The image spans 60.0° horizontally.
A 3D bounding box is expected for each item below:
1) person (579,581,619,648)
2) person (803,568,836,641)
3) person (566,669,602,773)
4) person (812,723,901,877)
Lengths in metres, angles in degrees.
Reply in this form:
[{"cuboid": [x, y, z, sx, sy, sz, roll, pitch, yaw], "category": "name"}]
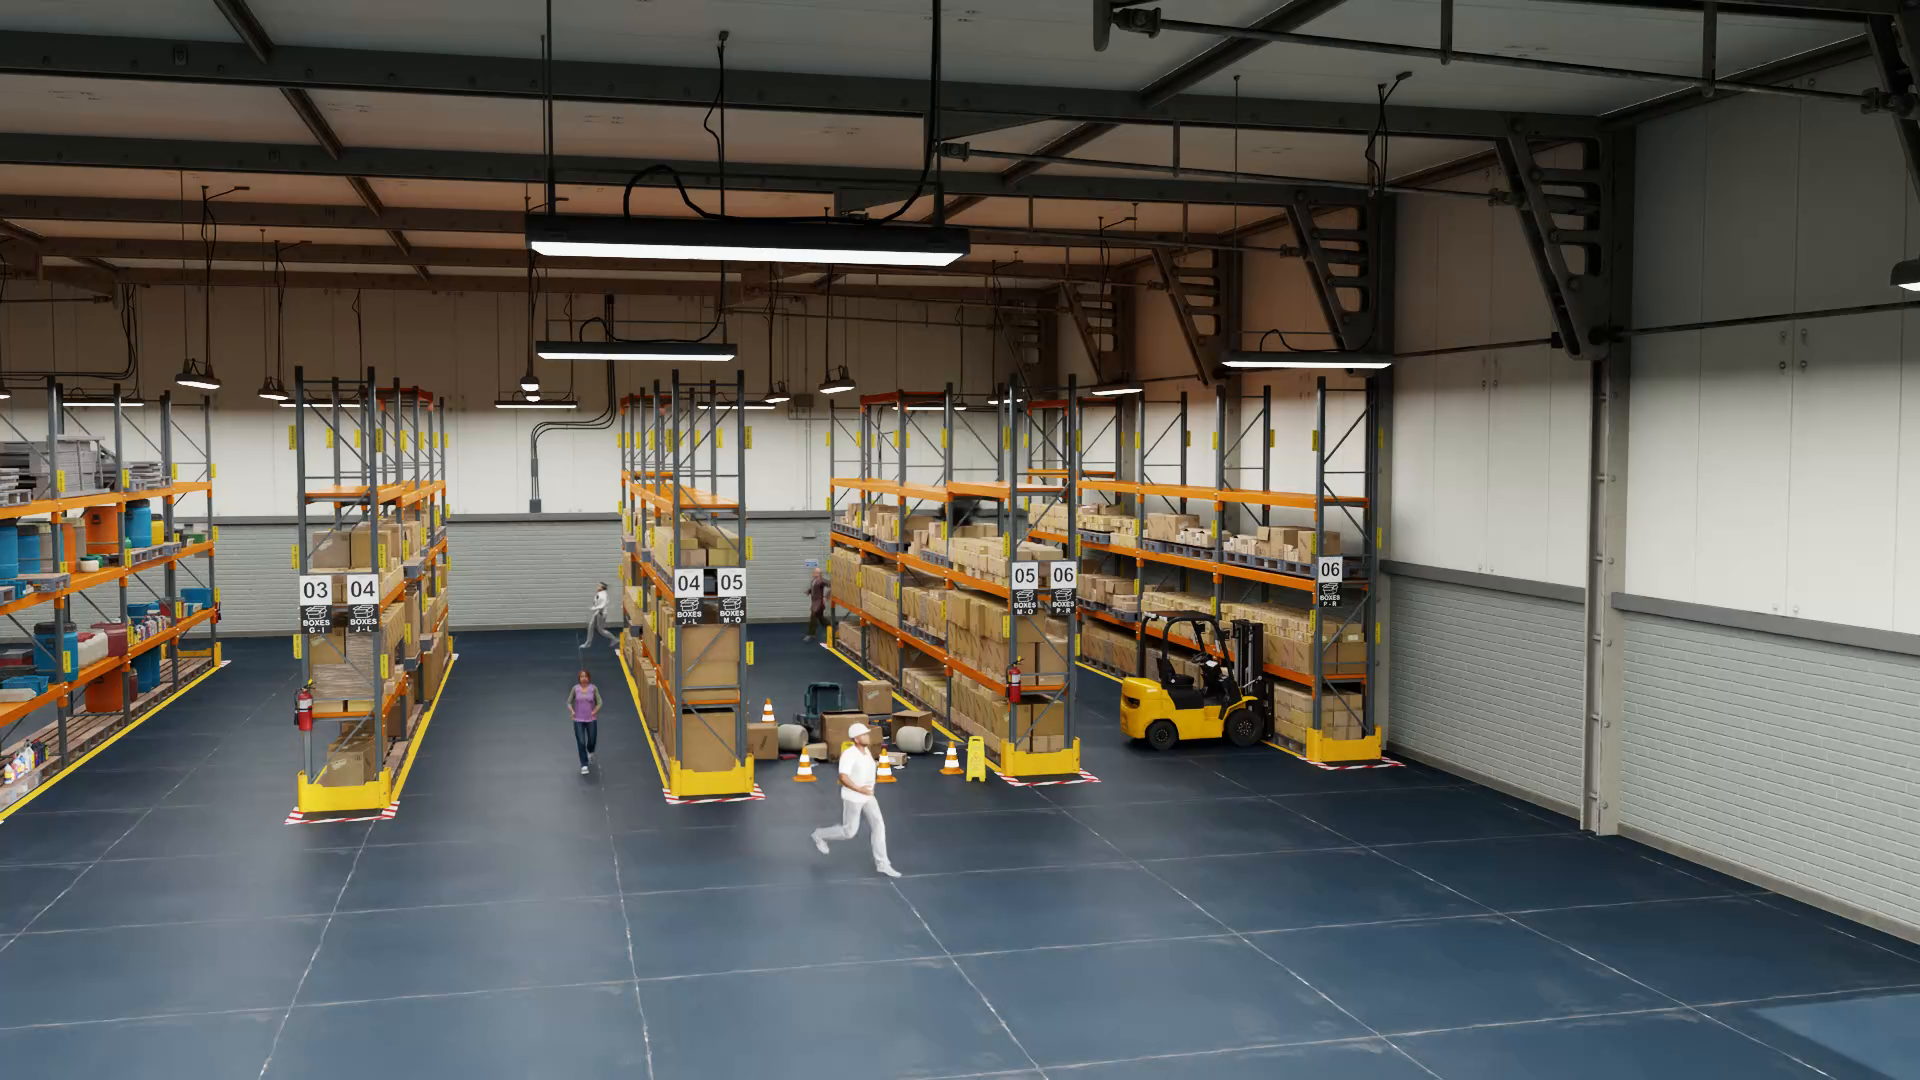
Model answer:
[{"cuboid": [-8.609, 1.779, 39.903, 0.814, 1.641, 0.640, -1, 4, -21], "category": "person"}, {"cuboid": [-3.552, 1.613, 41.859, 0.951, 1.814, 0.694, -2, 4, -27], "category": "person"}, {"cuboid": [-5.679, 2.726, 25.134, 0.535, 1.548, 0.567, -1, 3, -13], "category": "person"}, {"cuboid": [-1.209, 2.996, 19.240, 1.115, 1.758, 0.668, 2, 4, 29], "category": "person"}]
